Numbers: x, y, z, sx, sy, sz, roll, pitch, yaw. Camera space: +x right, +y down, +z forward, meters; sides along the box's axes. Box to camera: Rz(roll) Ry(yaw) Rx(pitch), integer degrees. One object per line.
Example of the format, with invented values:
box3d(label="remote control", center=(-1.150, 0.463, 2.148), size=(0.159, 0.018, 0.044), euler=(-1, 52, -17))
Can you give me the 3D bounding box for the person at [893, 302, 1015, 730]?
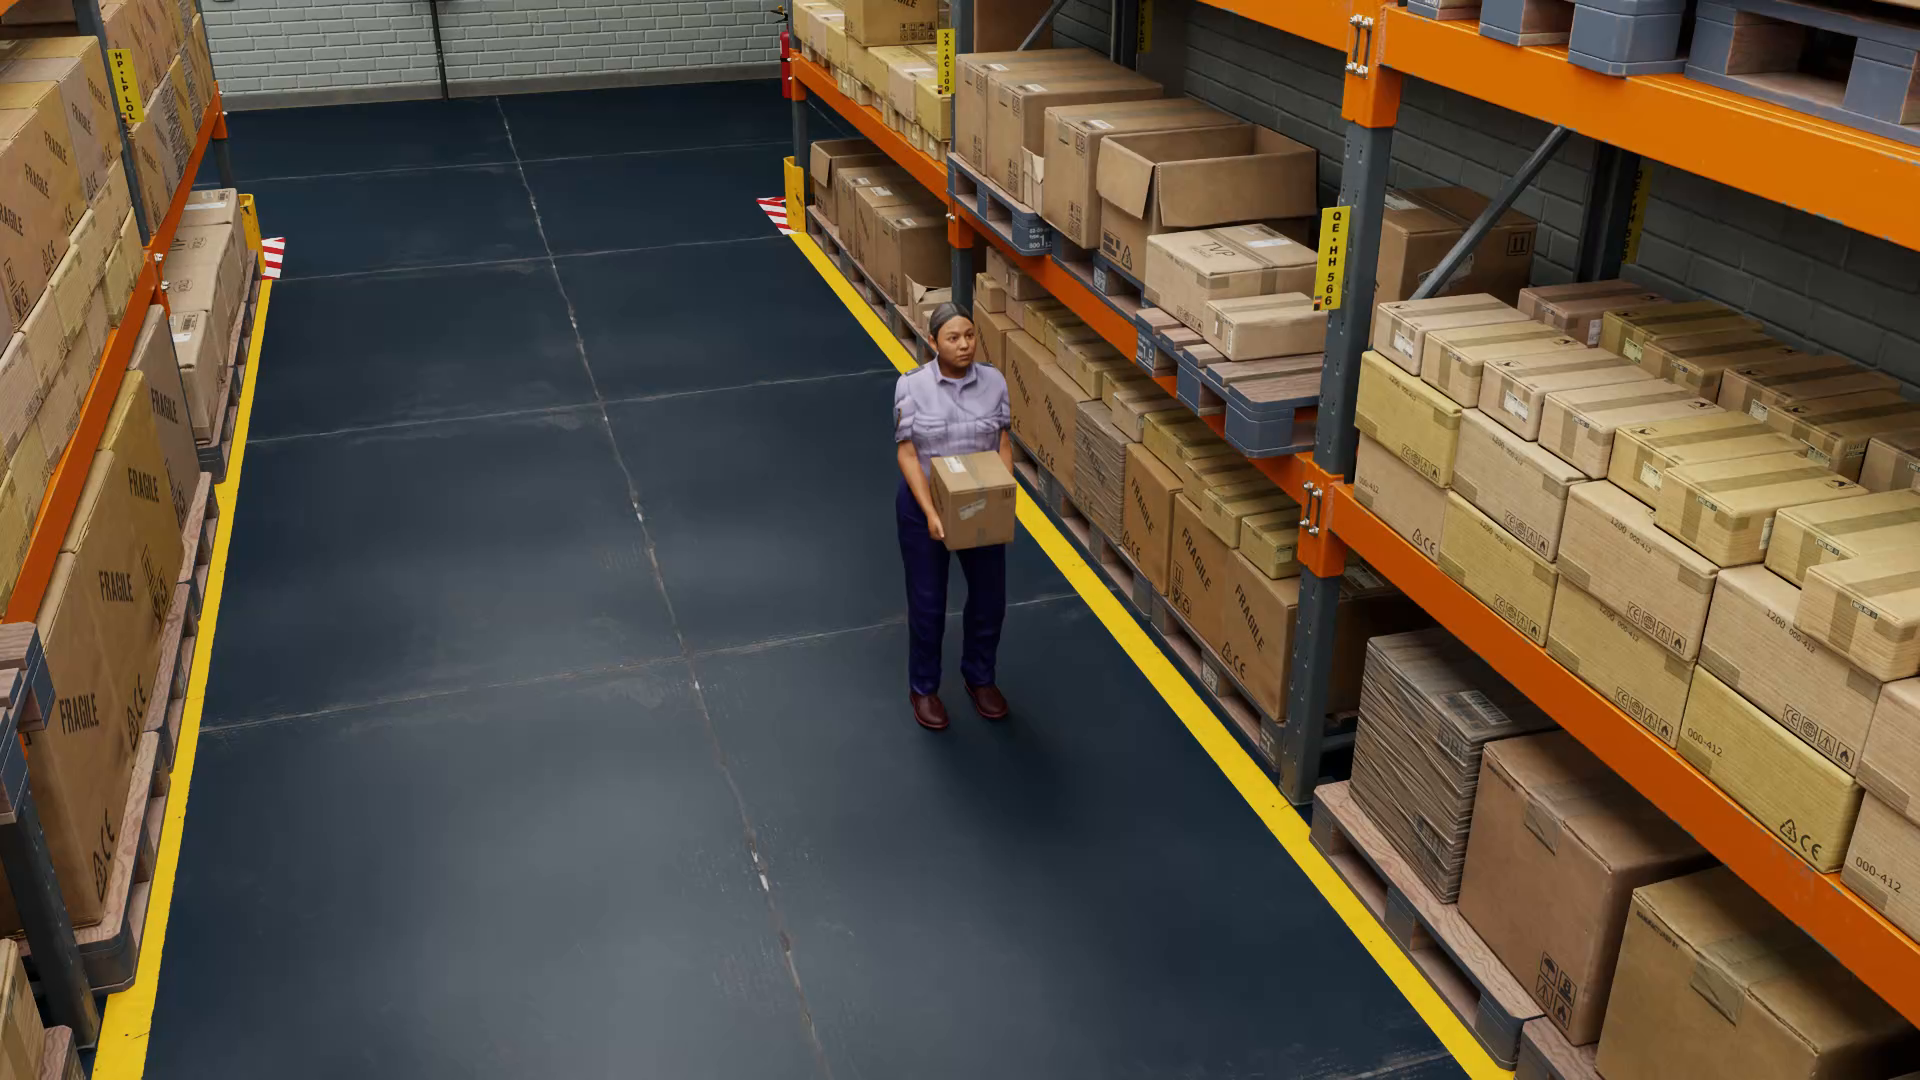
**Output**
box3d(label="person", center=(-0.002, -0.061, 6.282), size=(0.452, 1.623, 0.524), euler=(-8, 28, -15))
